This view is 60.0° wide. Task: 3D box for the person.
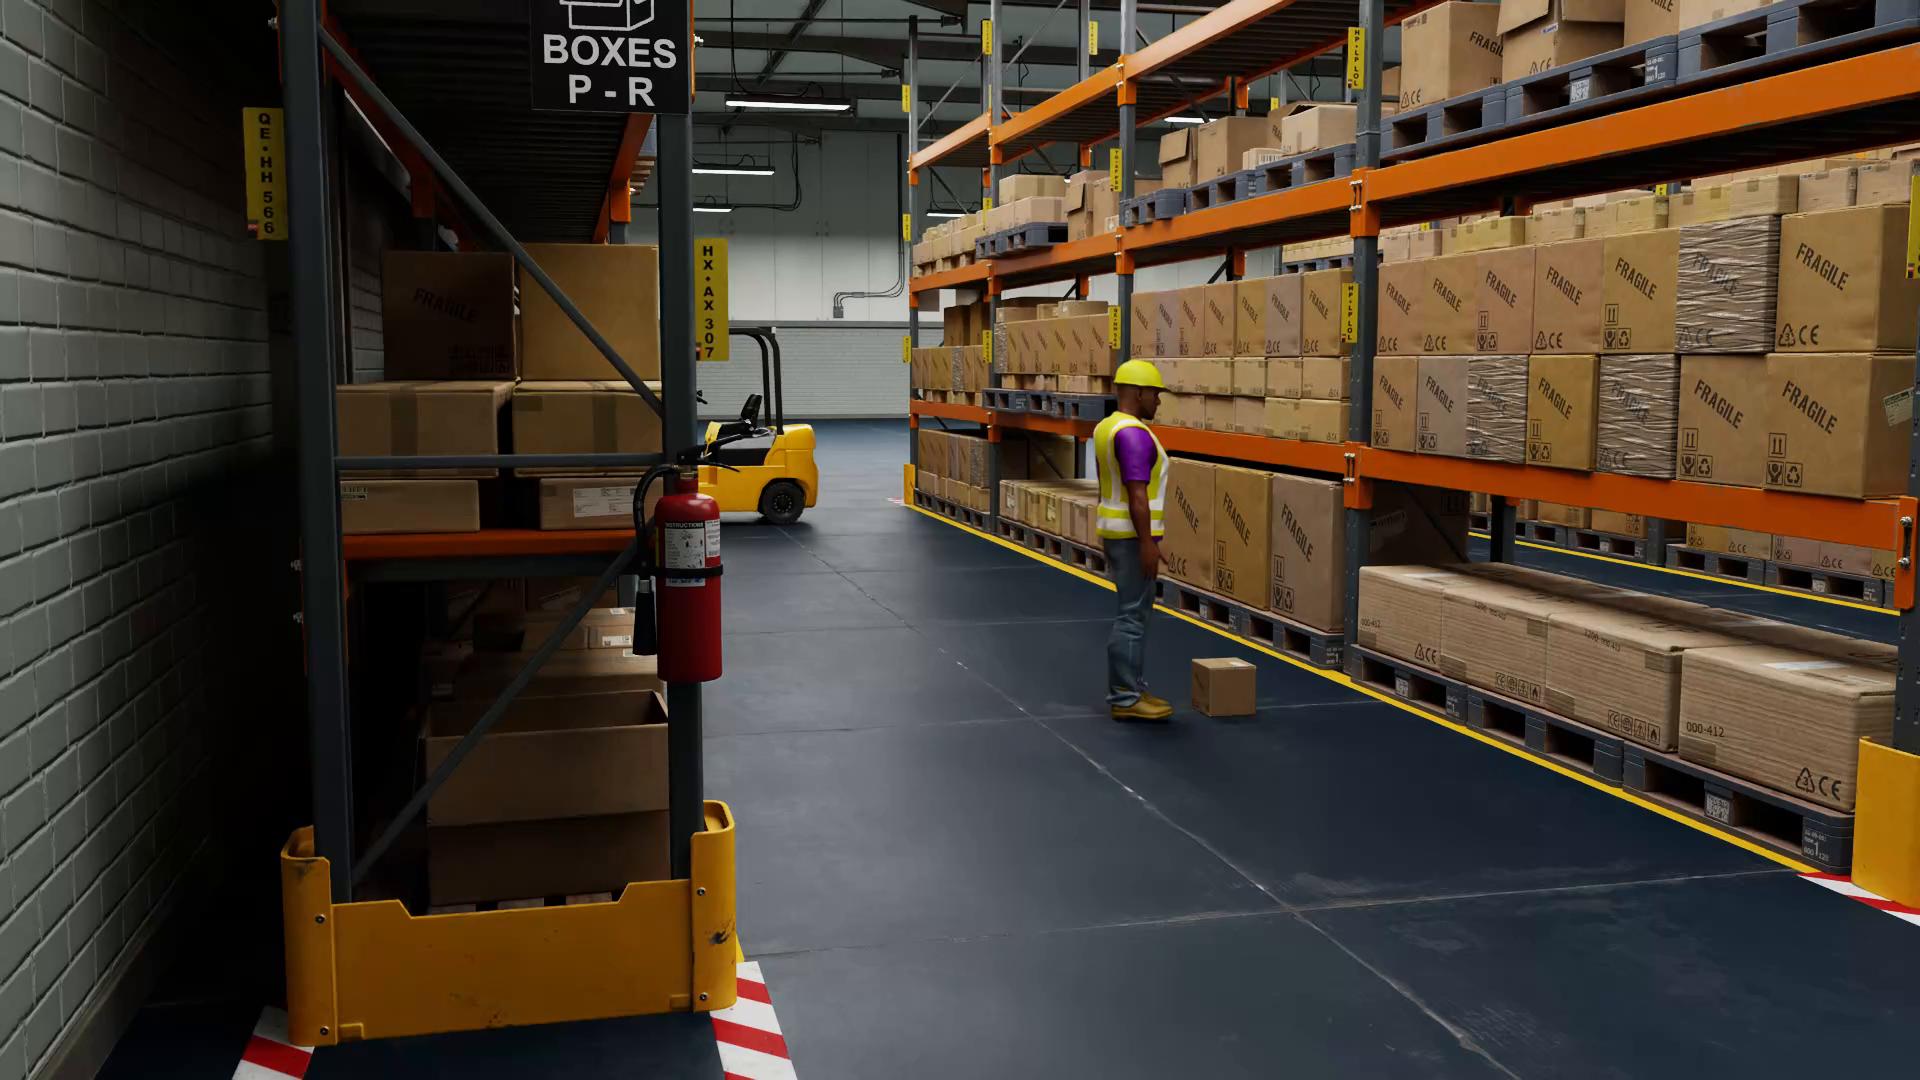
[{"bbox_3d":[0.901,0.012,8.263,0.439,1.807,0.630,-1,6,-7],"label":"person"}]
